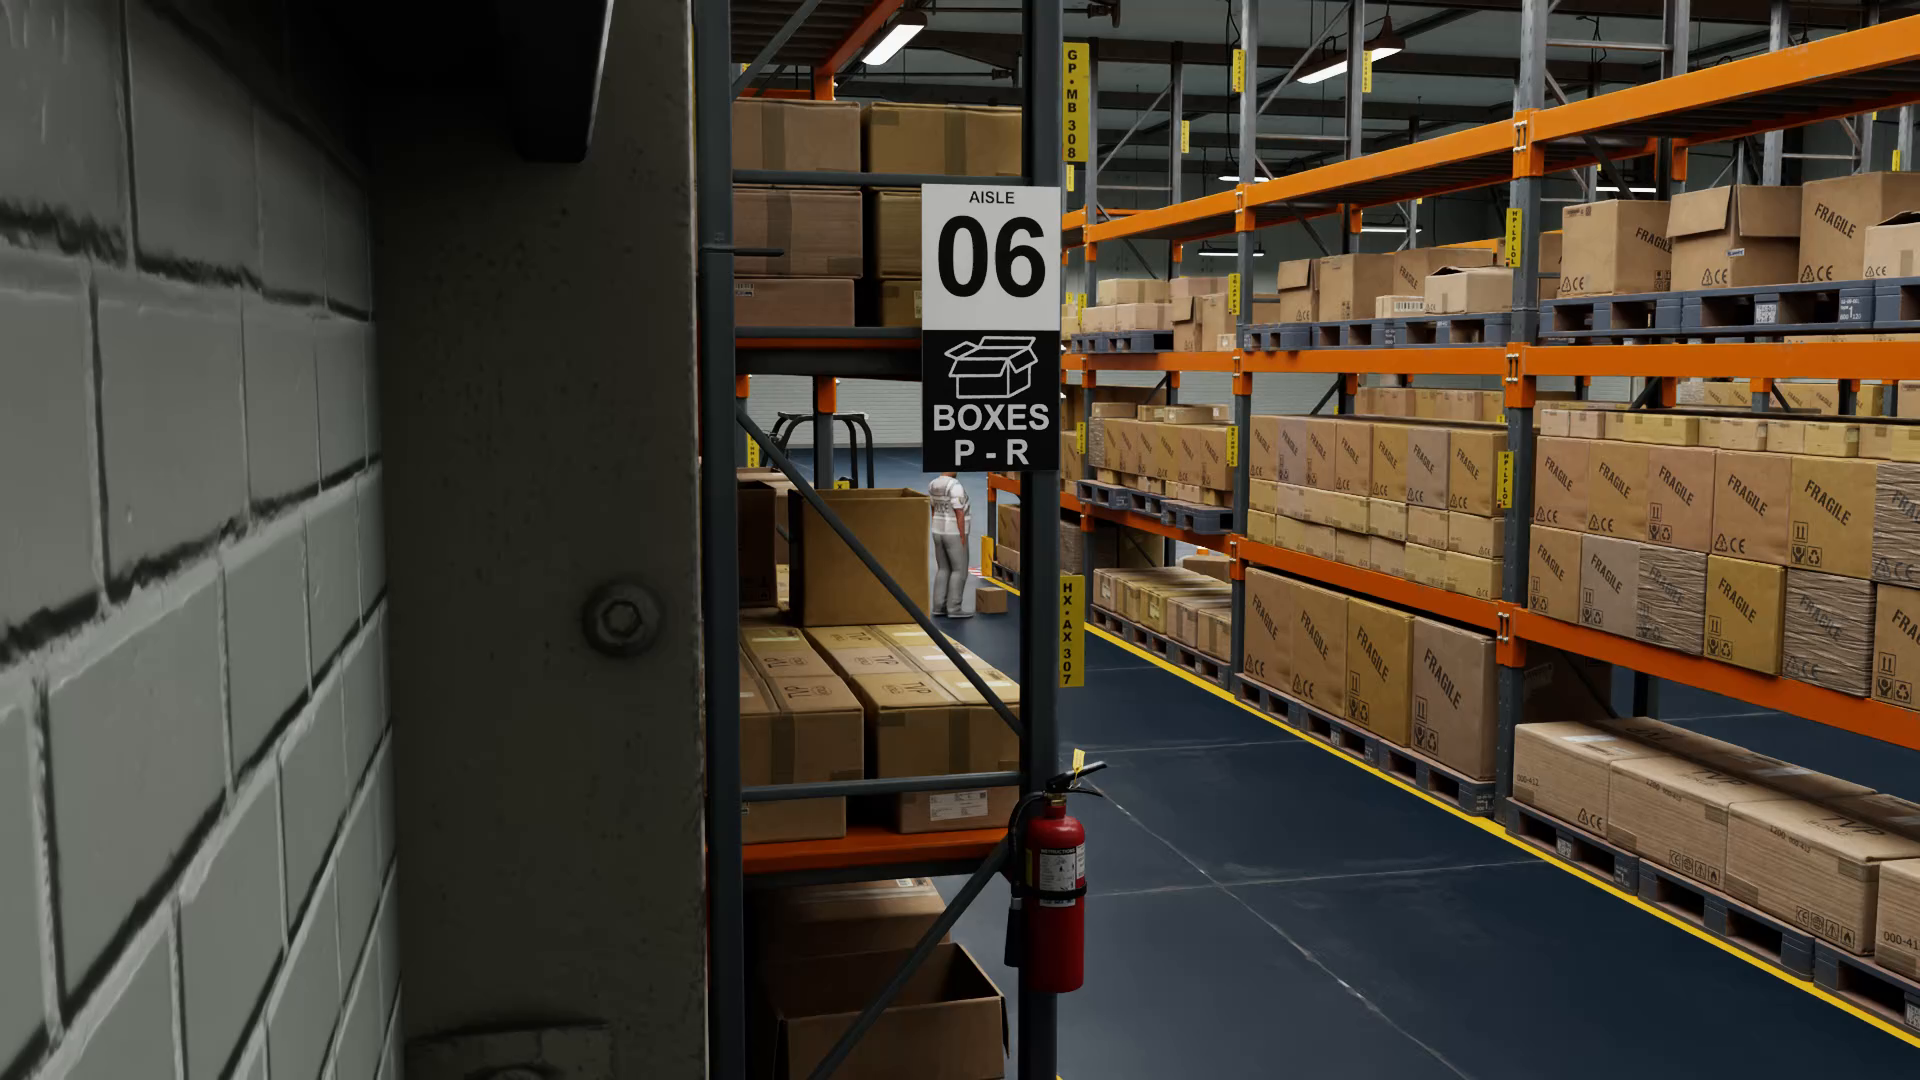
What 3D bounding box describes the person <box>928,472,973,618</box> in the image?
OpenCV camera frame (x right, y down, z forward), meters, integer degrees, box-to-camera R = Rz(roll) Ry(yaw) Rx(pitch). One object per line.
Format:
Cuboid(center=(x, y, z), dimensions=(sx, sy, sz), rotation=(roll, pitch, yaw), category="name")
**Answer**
Cuboid(center=(-0.098, -0.048, 17.824), dimensions=(0.393, 1.748, 0.528), rotation=(-5, 8, -37), category="person")
